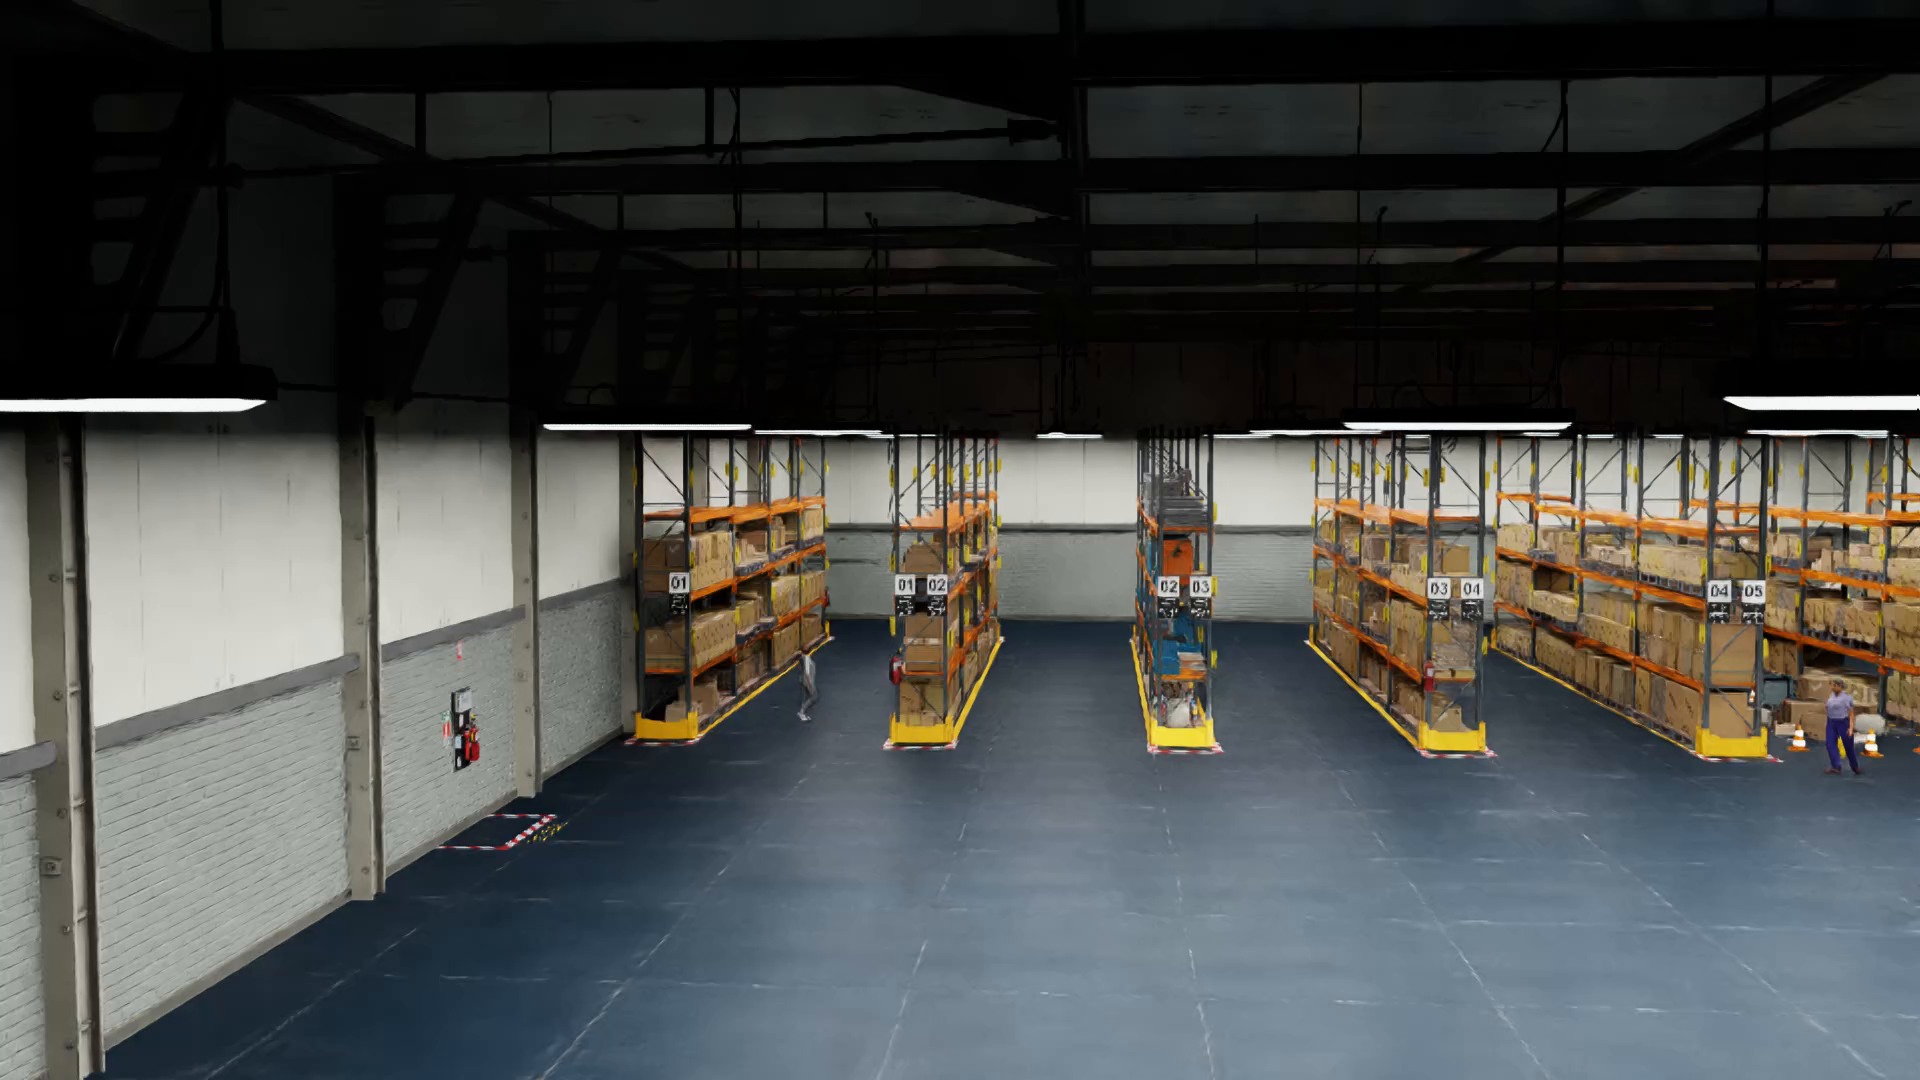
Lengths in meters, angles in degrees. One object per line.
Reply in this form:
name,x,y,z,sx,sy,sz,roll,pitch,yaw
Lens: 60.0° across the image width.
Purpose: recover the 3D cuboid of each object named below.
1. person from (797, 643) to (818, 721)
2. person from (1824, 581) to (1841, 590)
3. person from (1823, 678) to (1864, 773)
person,-3.130,2.896,33.748,0.407,1.594,0.459,-2,4,-25
person,25.937,1.988,49.323,0.611,1.557,0.631,3,5,41
person,15.196,3.200,28.597,0.524,1.624,0.594,-1,4,-22
